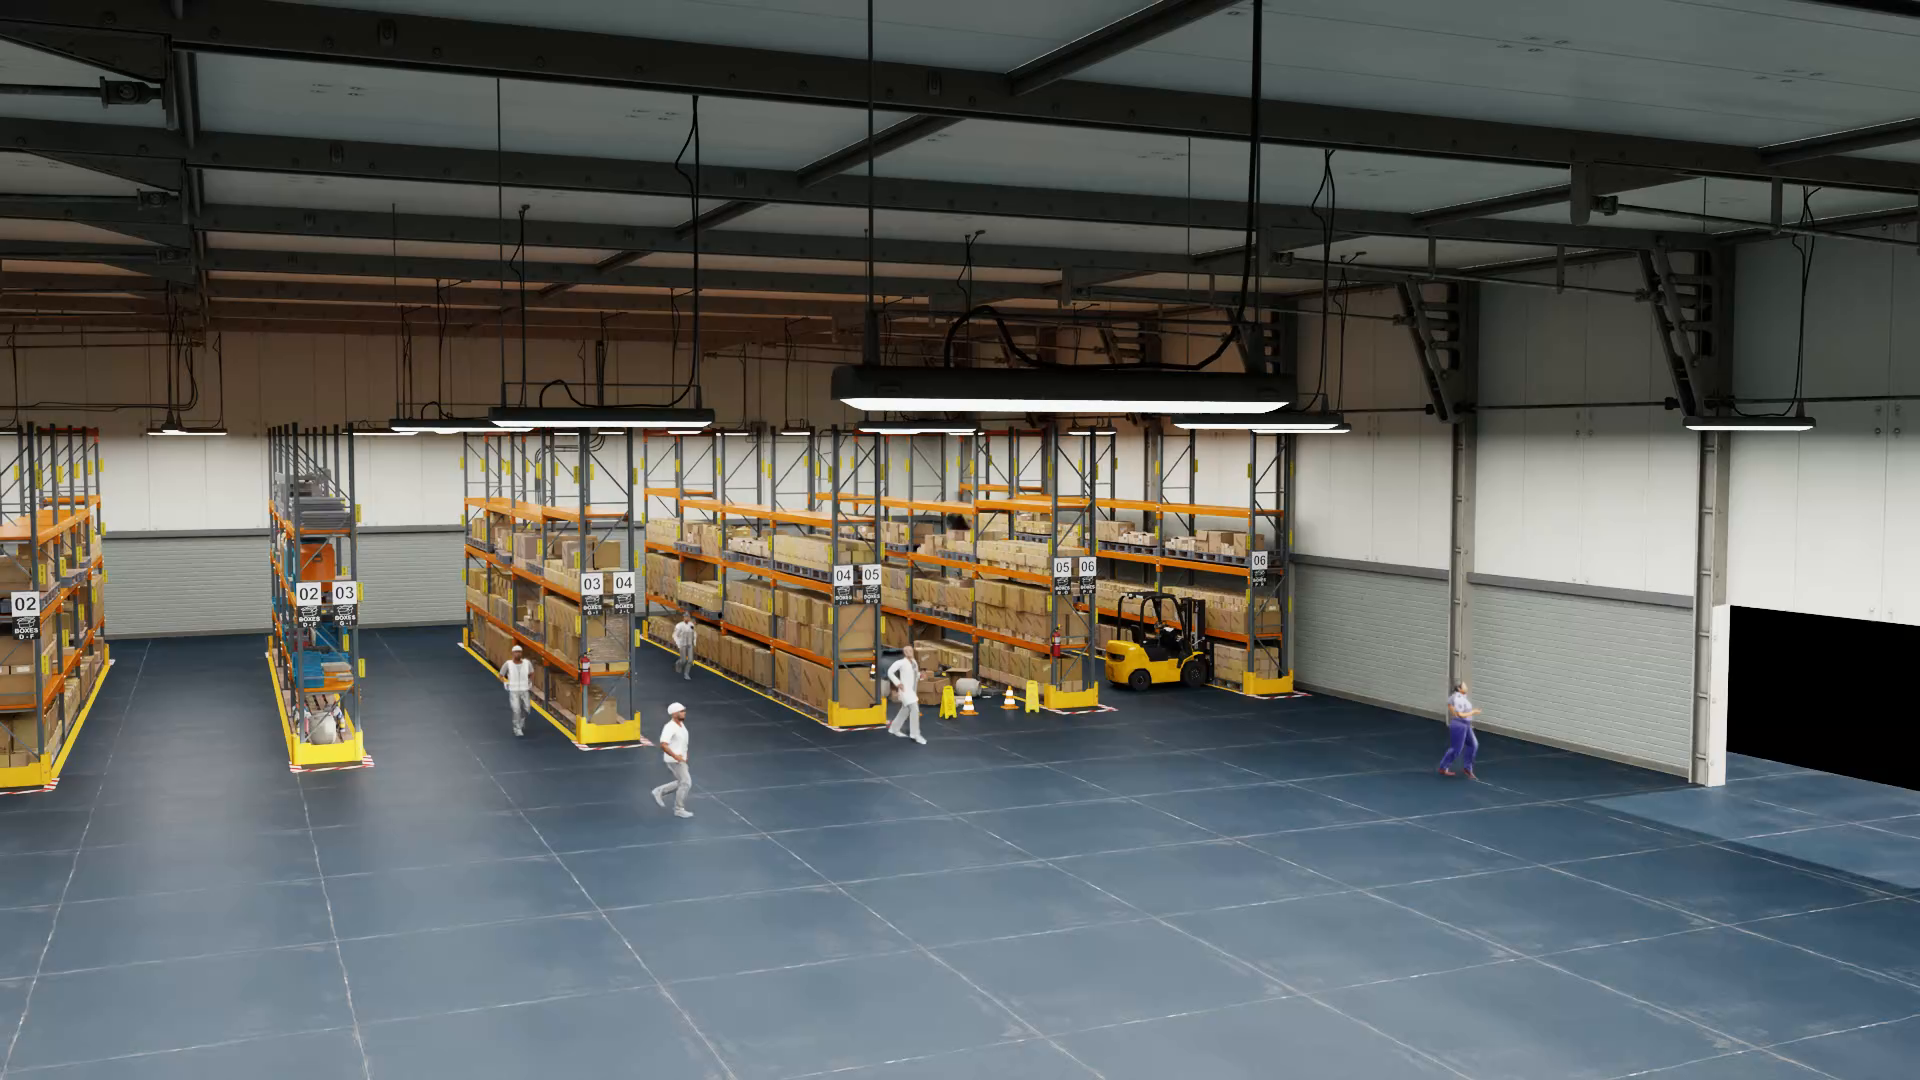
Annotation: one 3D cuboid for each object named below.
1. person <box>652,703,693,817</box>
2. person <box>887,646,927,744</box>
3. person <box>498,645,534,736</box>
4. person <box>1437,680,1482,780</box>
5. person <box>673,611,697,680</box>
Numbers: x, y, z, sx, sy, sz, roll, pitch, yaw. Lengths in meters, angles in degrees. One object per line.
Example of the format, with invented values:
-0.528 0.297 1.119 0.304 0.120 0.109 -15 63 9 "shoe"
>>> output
-4.369 3.323 25.206 0.666 1.727 0.727 0 3 4 "person"
-1.001 2.905 31.422 0.852 1.823 0.702 2 4 25 "person"
-8.533 2.896 32.054 0.685 1.735 0.675 -2 4 -27 "person"
8.398 3.199 27.920 0.708 1.704 0.585 2 4 25 "person"
-6.549 2.491 39.589 0.603 1.648 0.593 -2 4 -29 "person"
